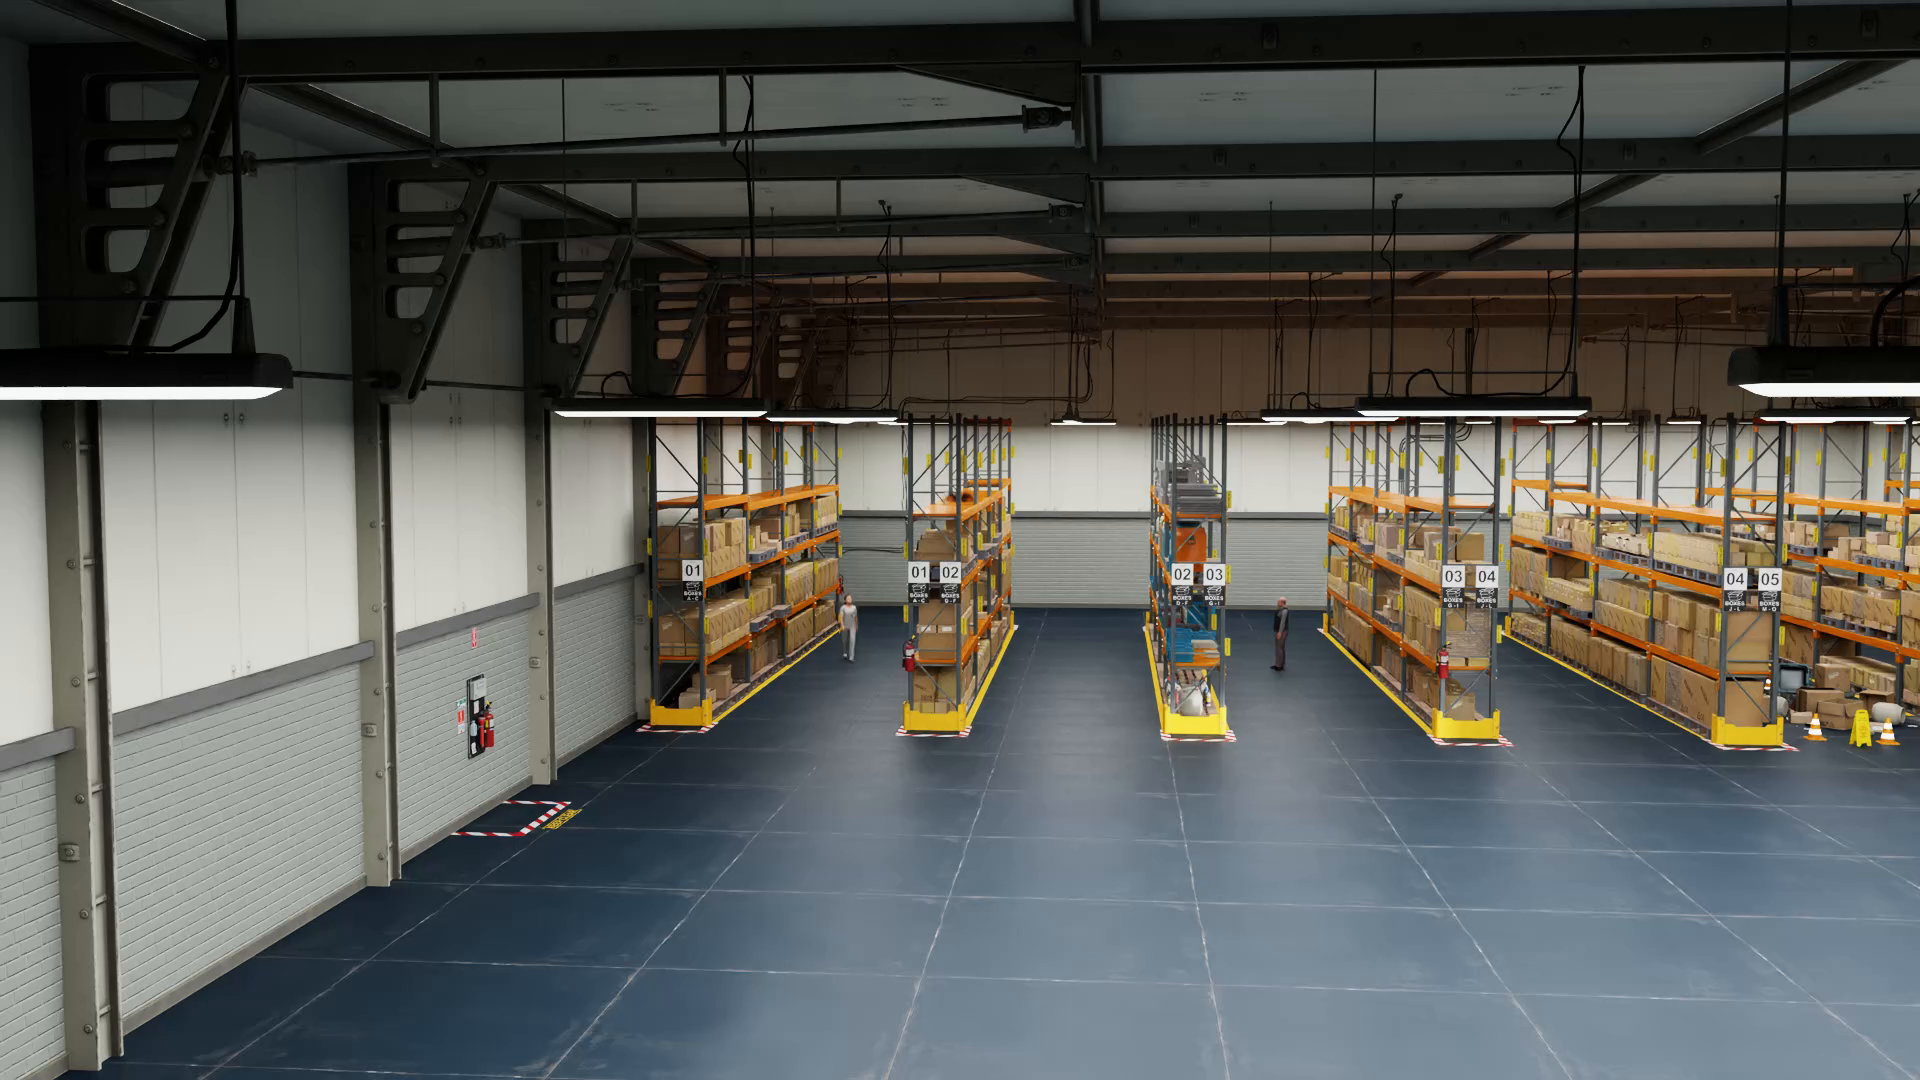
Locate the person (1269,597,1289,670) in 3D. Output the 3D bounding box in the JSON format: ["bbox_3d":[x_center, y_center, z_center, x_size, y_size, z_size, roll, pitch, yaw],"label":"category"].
[{"bbox_3d":[7.578,2.211,39.487,0.439,1.728,0.583,1,4,14],"label":"person"}]

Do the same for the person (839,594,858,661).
[{"bbox_3d":[-2.743,2.151,40.971,0.453,1.617,1.015,0,4,-3],"label":"person"}]

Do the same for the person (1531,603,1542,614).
[{"bbox_3d":[17.164,1.509,49.268,0.652,1.763,0.583,-3,5,-39],"label":"person"}]
